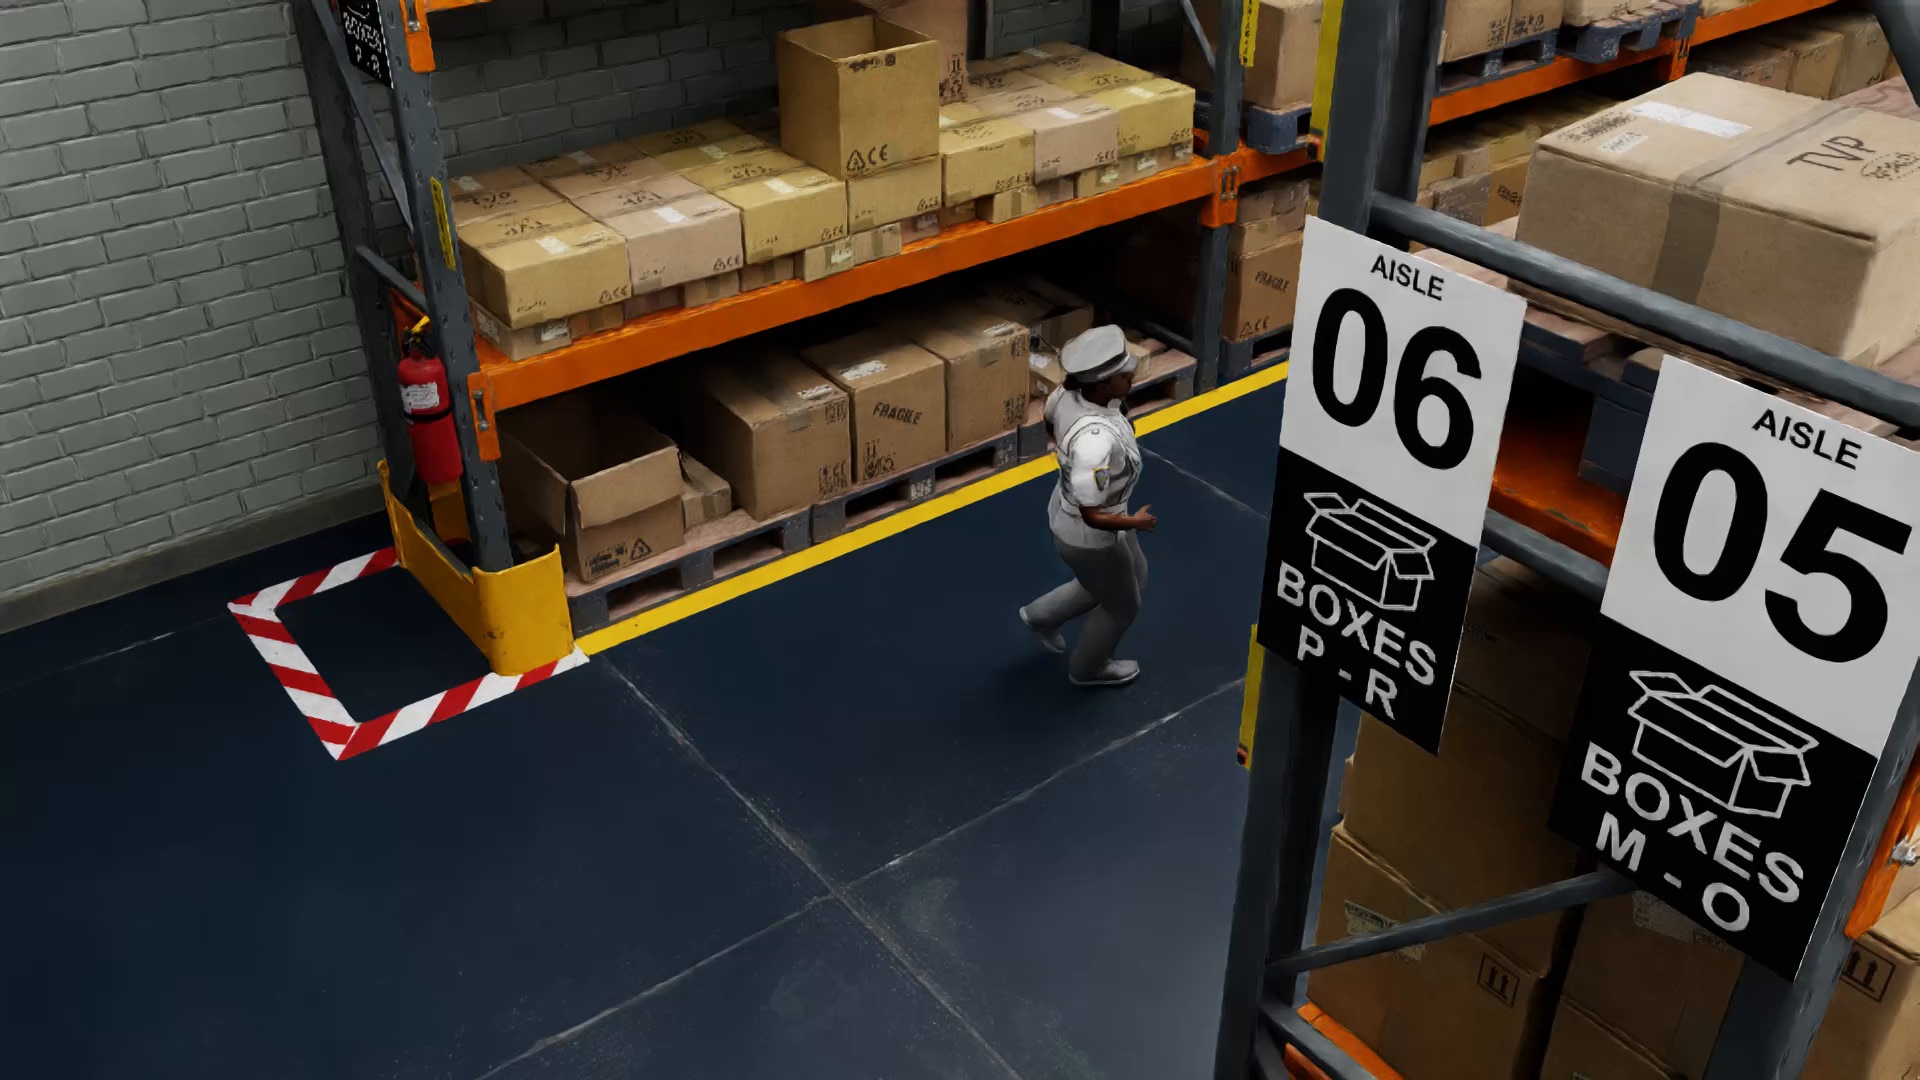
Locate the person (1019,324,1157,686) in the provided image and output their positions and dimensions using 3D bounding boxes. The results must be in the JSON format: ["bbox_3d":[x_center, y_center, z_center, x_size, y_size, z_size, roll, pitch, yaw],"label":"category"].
[{"bbox_3d":[0.489,-0.062,6.235,0.494,1.639,0.597,2,32,3],"label":"person"}]
